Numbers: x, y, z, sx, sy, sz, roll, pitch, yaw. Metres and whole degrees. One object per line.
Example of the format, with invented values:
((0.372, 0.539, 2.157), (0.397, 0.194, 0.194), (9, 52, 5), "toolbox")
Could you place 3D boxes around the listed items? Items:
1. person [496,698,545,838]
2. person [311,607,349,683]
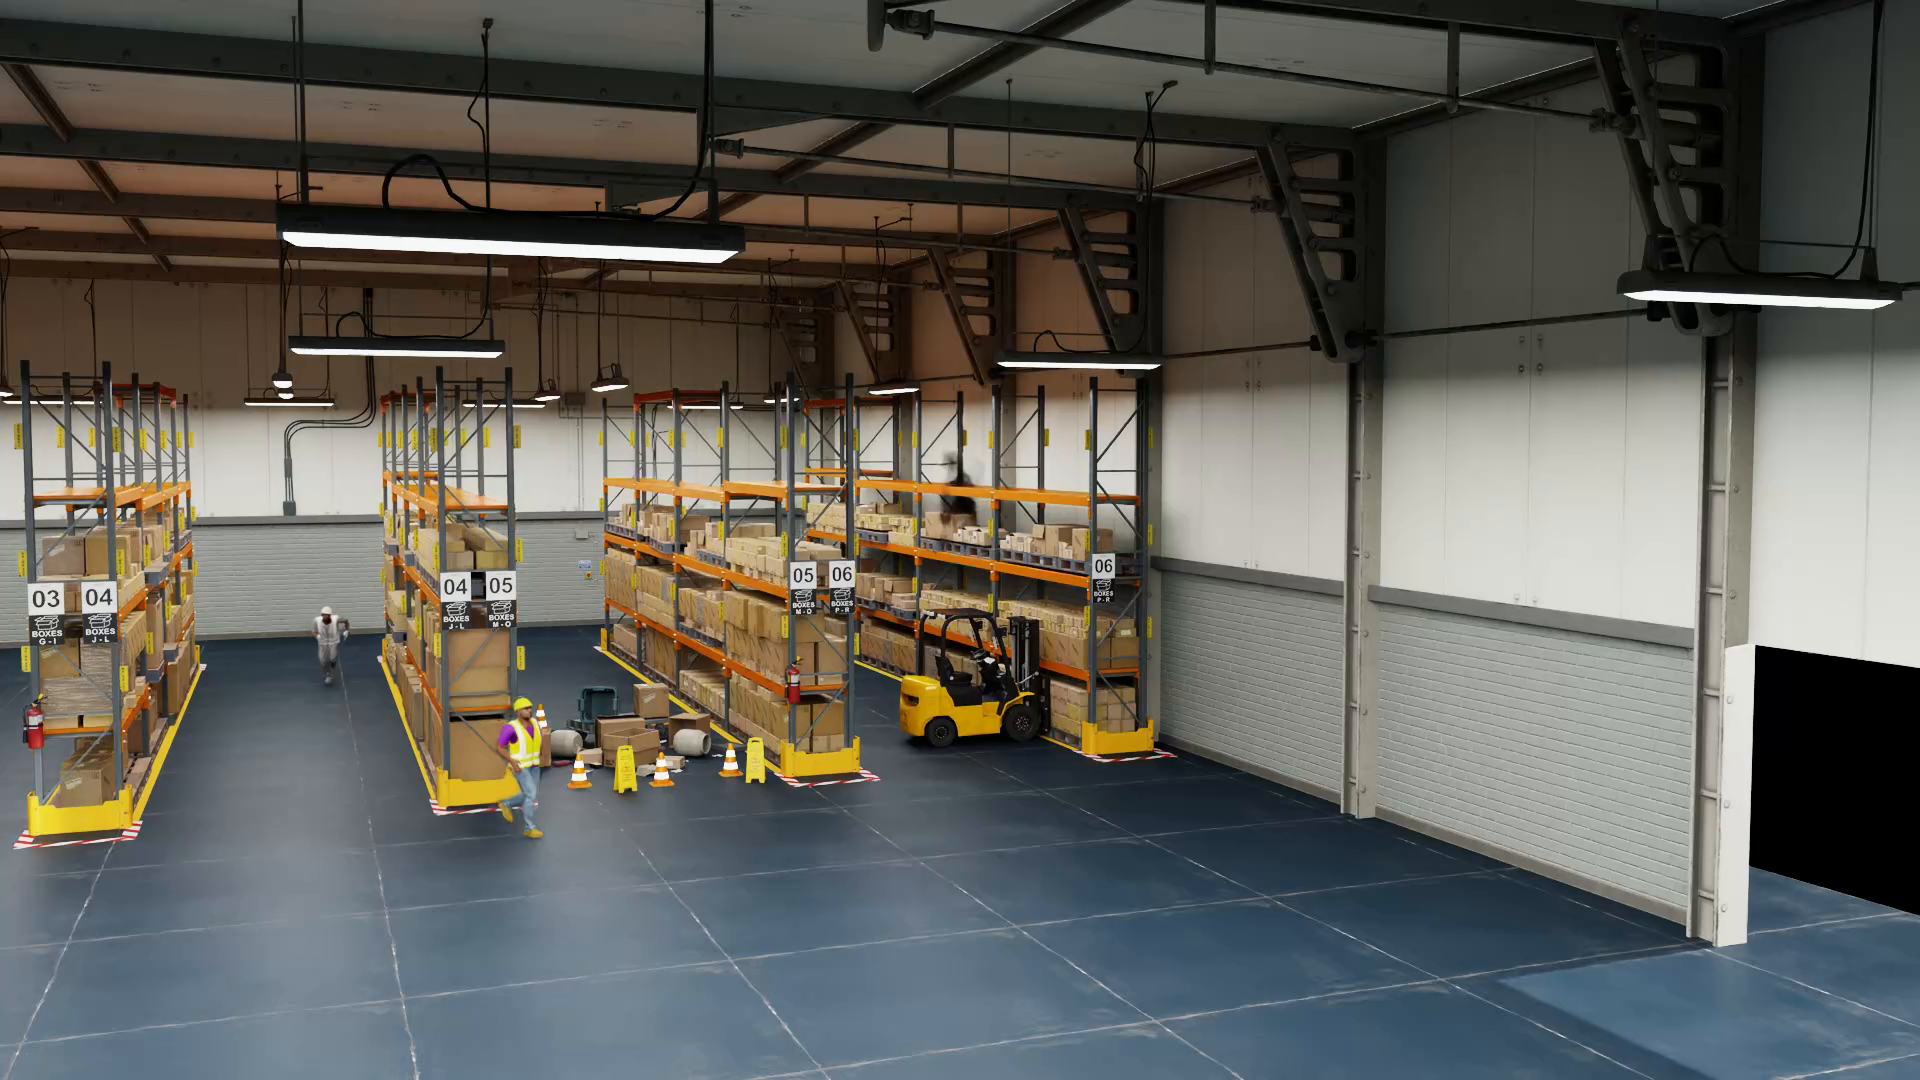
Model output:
((-5.561, 2.860, 21.053), (0.785, 1.756, 0.694), (2, 4, 32), "person")
((-12.909, 2.149, 34.097), (0.706, 1.614, 0.848), (-1, 4, -17), "person")
